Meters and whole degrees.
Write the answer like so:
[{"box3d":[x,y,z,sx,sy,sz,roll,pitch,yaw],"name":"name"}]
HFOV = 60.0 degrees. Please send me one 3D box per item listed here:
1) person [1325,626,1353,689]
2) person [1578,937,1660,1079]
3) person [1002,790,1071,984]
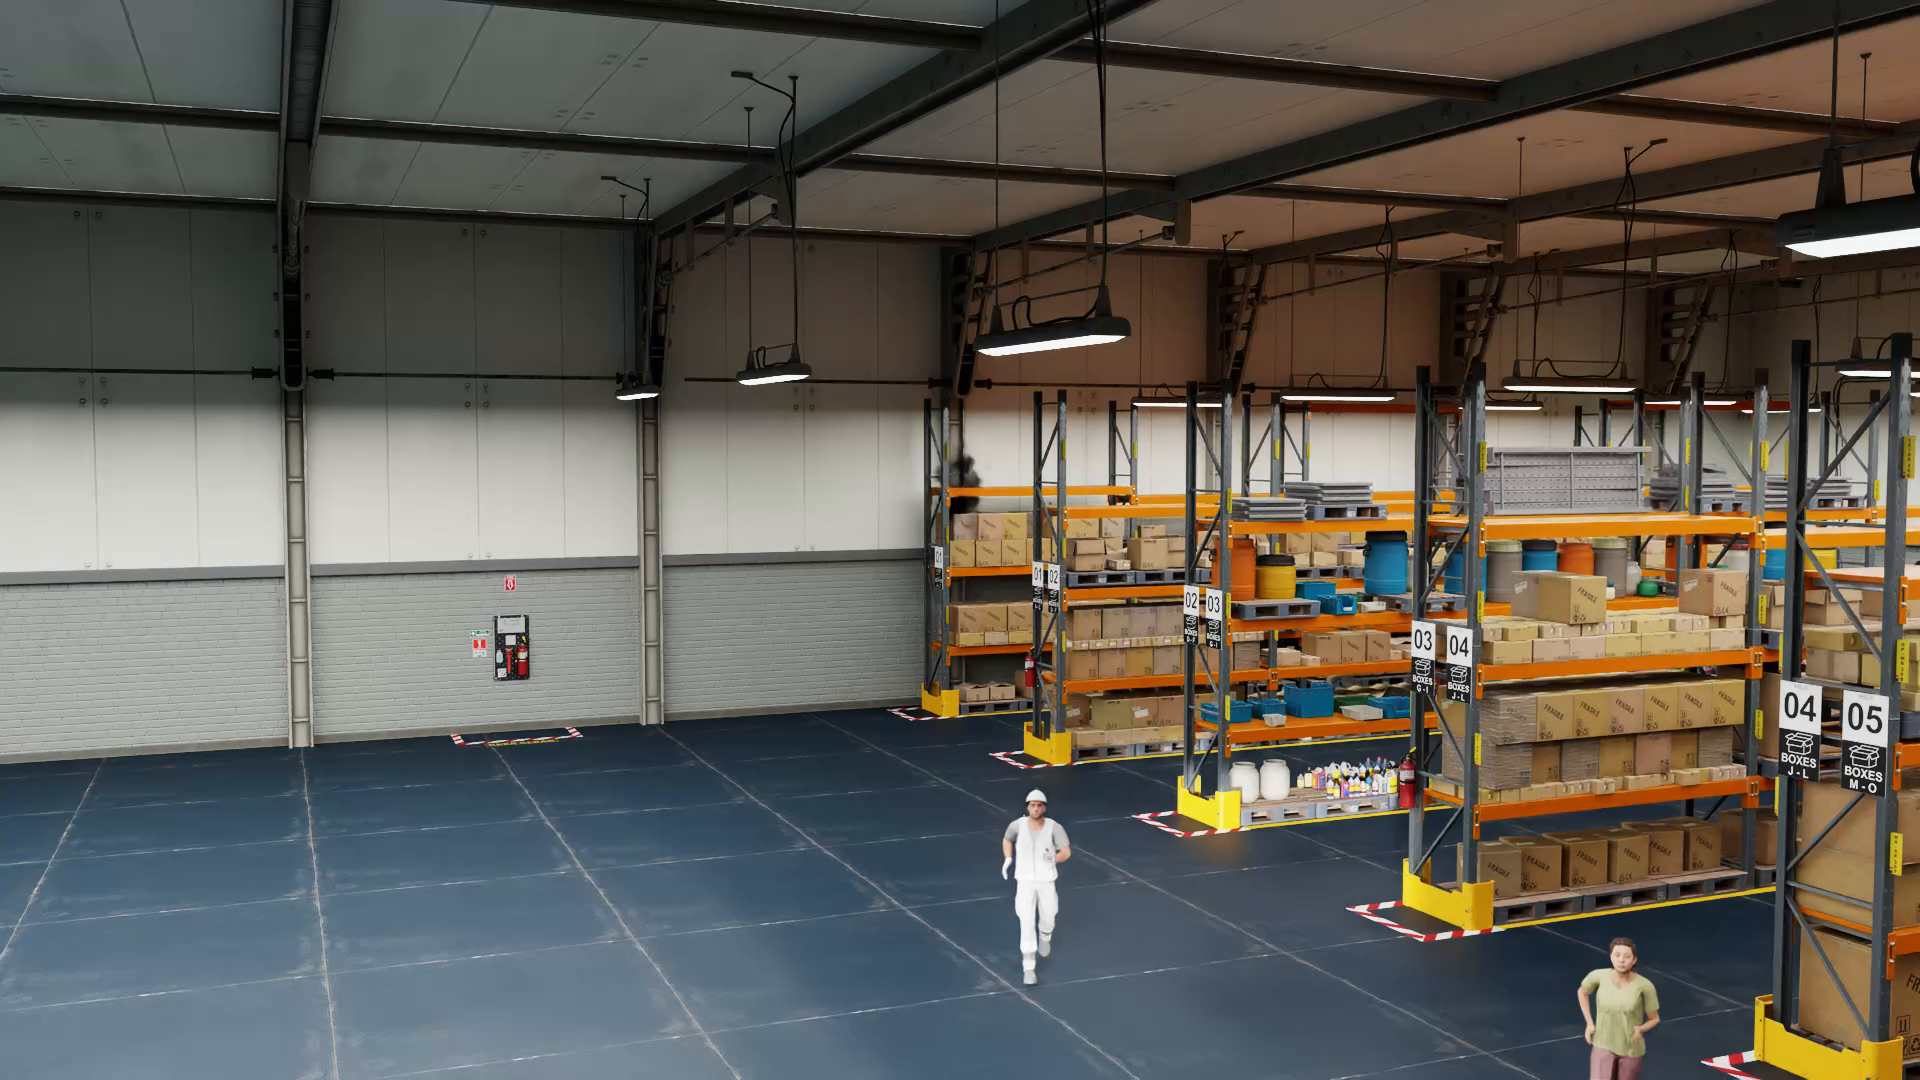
[{"box3d":[7.240,2.440,31.449,0.796,1.854,0.642,-2,4,-25],"name":"person"},{"box3d":[4.667,3.640,11.807,0.554,1.647,0.632,1,4,22],"name":"person"},{"box3d":[0.738,3.298,16.095,0.661,1.765,1.002,0,3,3],"name":"person"}]
